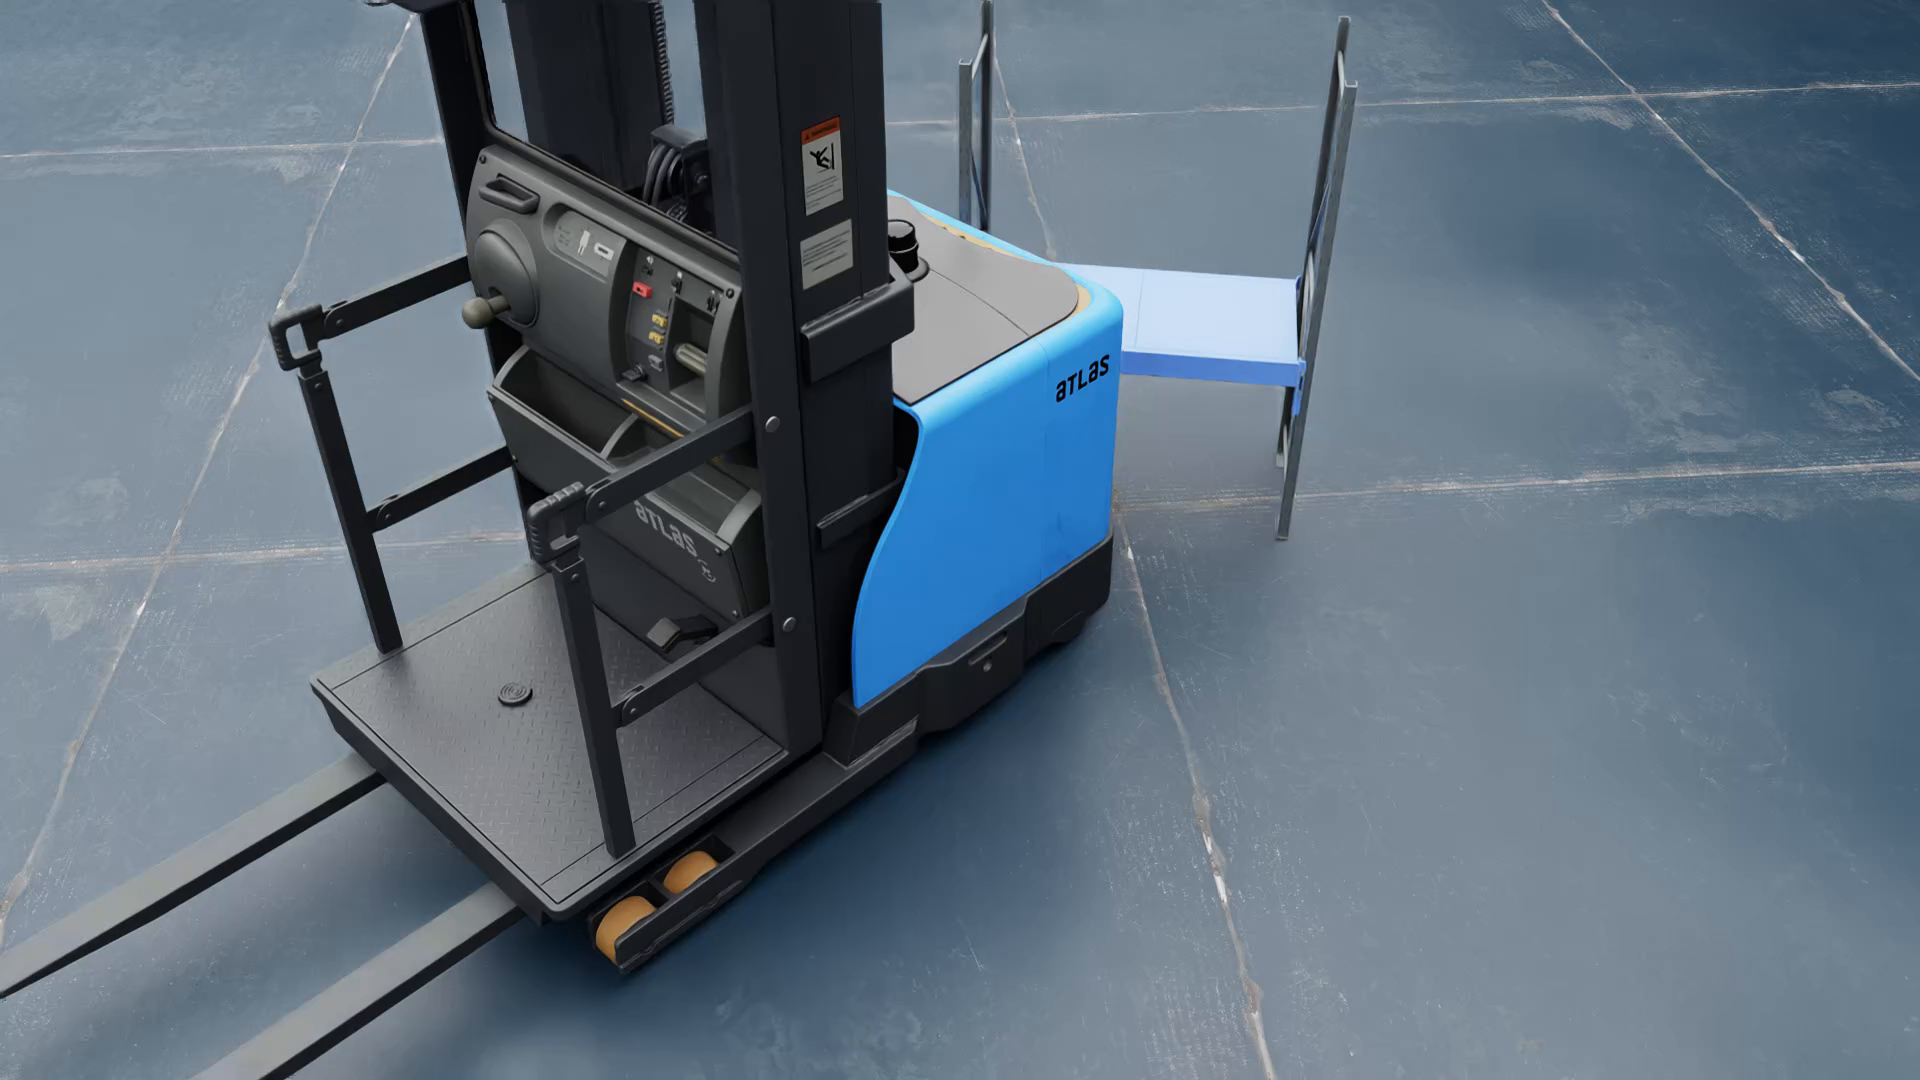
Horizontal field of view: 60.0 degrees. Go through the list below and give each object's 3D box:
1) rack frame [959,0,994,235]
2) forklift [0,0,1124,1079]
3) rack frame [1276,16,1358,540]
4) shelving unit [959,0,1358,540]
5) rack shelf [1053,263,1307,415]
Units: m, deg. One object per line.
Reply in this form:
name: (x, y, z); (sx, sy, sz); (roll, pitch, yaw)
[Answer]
rack frame: (0.047, -0.832, 5.094); (0.032, 1.500, 0.500); (5, 39, 6)
forklift: (-0.941, -0.496, 3.513); (1.130, 2.935, 3.031); (31, 48, 33)
rack frame: (1.054, -0.742, 4.980); (0.032, 1.500, 0.500); (5, 39, 6)
shelving unit: (0.550, -0.787, 5.037); (1.048, 1.500, 0.538); (5, 39, 6)
rack shelf: (0.550, -0.646, 5.149); (1.000, 0.185, 0.538); (5, 39, 6)
